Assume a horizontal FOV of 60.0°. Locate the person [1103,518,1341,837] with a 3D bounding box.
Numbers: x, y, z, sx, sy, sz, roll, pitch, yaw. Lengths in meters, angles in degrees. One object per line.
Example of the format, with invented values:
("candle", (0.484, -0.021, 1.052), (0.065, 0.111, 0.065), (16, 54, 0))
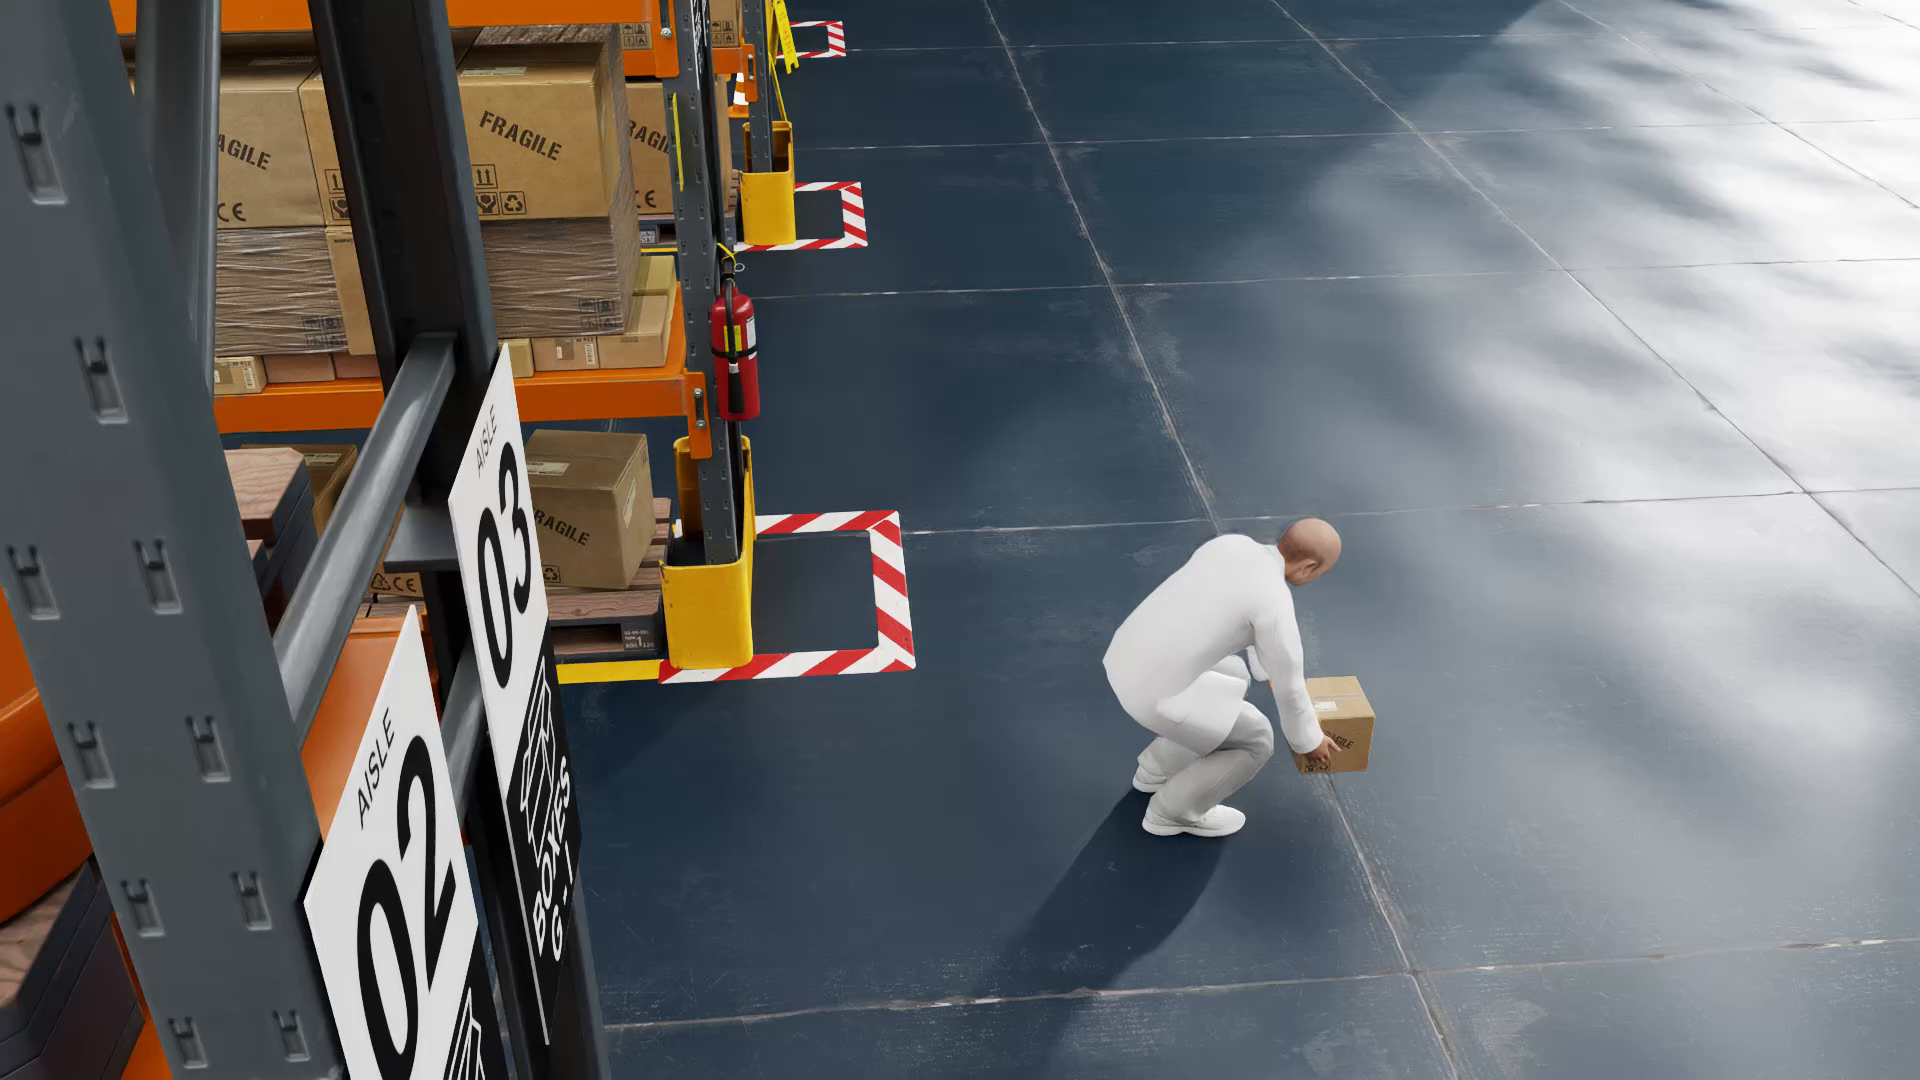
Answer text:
("person", (0.924, 0.474, 5.961), (0.836, 1.154, 0.625), (-3, 31, -5))
